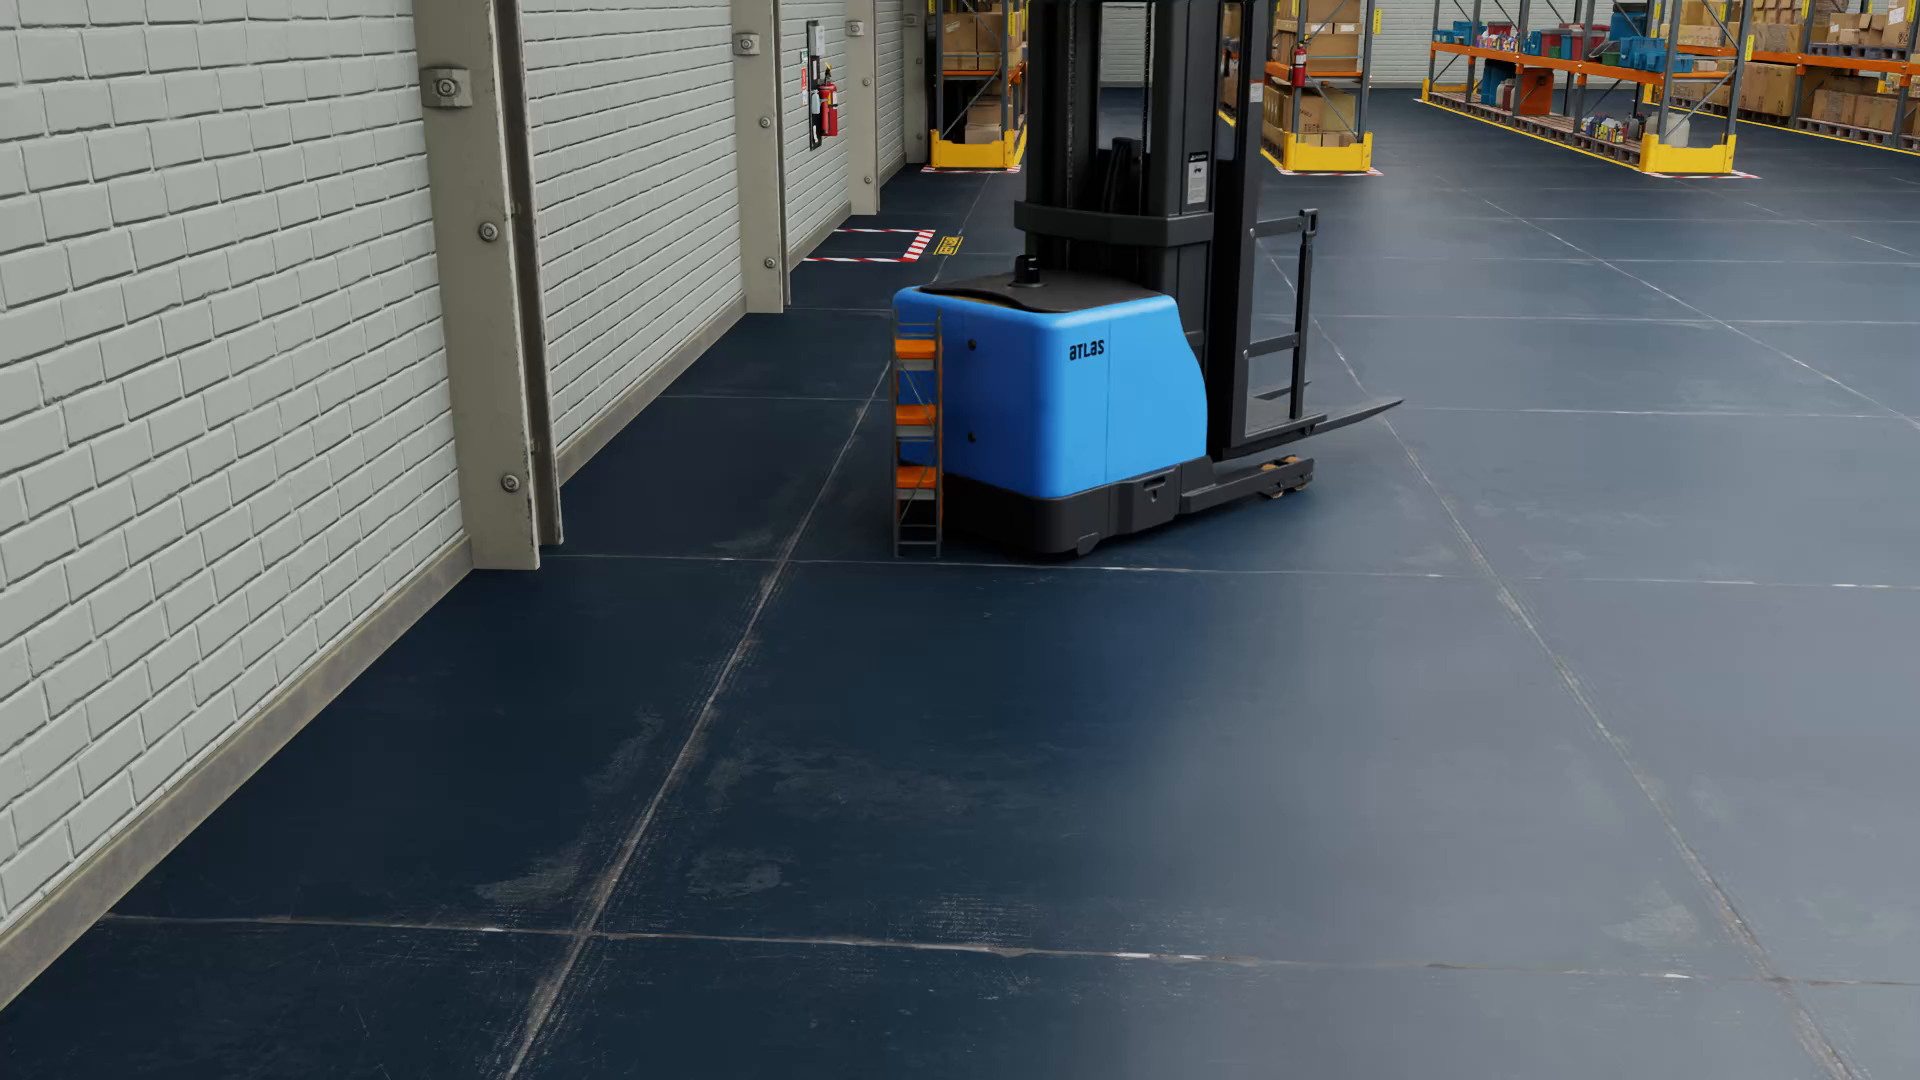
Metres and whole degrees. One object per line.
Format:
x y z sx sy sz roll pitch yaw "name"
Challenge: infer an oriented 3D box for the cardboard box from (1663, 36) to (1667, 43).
15.767 -11.053 36.742 0.380 0.149 0.250 1 18 3 "cardboard box"

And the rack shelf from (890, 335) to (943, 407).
-0.182 -0.716 7.044 0.215 0.259 0.240 0 18 1 "rack shelf"

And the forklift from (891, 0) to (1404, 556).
1.097 -1.696 7.893 3.031 2.935 1.130 -17 24 -41 "forklift"

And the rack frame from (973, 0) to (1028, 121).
0.743 -9.202 30.690 1.000 3.000 0.127 1 18 4 "rack frame"

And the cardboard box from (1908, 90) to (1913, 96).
20.646 -9.665 36.006 0.380 0.149 0.250 2 18 5 "cardboard box"

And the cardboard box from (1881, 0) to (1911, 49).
15.475 -8.357 26.471 1.000 1.000 1.000 1 18 4 "cardboard box"

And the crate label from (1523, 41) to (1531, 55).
10.221 -8.779 29.667 0.303 0.233 0.416 1 18 4 "crate label"

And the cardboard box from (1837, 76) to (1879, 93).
15.519 -7.874 28.741 0.500 0.250 0.500 3 18 10 "cardboard box"

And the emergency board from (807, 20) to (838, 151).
-1.288 -4.324 15.803 0.194 1.169 0.643 1 18 4 "emergency board"

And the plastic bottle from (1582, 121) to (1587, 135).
9.871 -6.497 26.222 0.097 0.201 0.097 0 18 0 "plastic bottle"

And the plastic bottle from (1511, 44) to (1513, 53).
10.271 -9.129 30.785 0.097 0.201 0.097 0 18 0 "plastic bottle"

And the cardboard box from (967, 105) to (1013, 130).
0.452 -6.356 25.310 0.700 0.500 0.500 0 18 0 "cardboard box"

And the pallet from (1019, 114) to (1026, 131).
0.686 -7.634 30.383 1.003 0.211 1.213 1 18 4 "pallet"

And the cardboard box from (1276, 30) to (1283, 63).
5.372 -7.760 26.128 0.700 0.500 0.500 1 18 2 "cardboard box"

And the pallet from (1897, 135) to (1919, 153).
15.265 -6.094 25.681 1.003 0.211 1.213 1 18 4 "pallet"

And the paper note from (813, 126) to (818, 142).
-1.370 -3.852 15.777 0.016 0.148 0.142 1 18 4 "paper note"

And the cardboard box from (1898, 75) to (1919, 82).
20.656 -10.022 36.139 0.380 0.149 0.250 1 18 4 "cardboard box"

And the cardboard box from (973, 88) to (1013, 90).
0.591 -7.841 29.844 0.700 0.500 0.500 1 18 4 "cardboard box"

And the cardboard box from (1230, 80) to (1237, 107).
5.586 -8.734 32.567 0.500 0.500 0.500 1 18 2 "cardboard box"

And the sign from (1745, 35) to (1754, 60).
10.600 -6.614 22.347 0.100 0.325 0.005 1 18 4 "sign"

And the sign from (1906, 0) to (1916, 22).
14.724 -8.190 25.740 0.100 0.325 0.005 1 18 4 "sign"

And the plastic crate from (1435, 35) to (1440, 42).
10.747 -11.202 37.119 0.250 0.136 0.298 1 18 4 "plastic crate"

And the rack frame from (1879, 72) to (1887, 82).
21.078 -11.213 36.826 1.000 3.000 0.127 1 18 4 "rack frame"

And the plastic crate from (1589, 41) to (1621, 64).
10.174 -7.550 25.746 0.767 0.338 0.504 1 18 4 "plastic crate"

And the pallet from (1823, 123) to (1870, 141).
15.417 -6.925 28.218 1.003 0.211 1.213 1 18 4 "pallet"

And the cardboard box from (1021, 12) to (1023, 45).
0.731 -8.101 26.333 0.500 0.500 0.500 1 18 4 "cardboard box"

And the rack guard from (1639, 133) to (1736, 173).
10.010 -5.333 22.897 1.175 0.500 0.348 1 18 4 "rack guard"

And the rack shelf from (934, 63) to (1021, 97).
0.313 -6.997 25.115 1.077 0.370 4.000 1 18 4 "rack shelf"

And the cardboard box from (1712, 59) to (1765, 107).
15.826 -9.104 33.126 1.225 0.875 0.875 1 18 4 "cardboard box"

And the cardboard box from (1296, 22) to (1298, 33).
5.004 -7.326 23.760 0.380 0.149 0.250 2 18 5 "cardboard box"

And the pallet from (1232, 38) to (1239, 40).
5.819 -9.606 32.229 1.003 0.211 1.213 1 18 4 "pallet"

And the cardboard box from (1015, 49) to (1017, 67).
0.587 -7.120 24.544 0.500 0.250 0.500 1 18 3 "cardboard box"

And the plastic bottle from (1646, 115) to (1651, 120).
10.542 -6.323 25.449 0.144 0.351 0.185 1 18 4 "plastic bottle"

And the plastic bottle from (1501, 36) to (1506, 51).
10.310 -9.416 31.529 0.061 0.283 0.133 1 18 4 "plastic bottle"

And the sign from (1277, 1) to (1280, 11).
6.525 -10.874 33.932 0.100 0.325 0.005 1 18 4 "sign"

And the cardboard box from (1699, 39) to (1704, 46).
15.602 -10.335 34.550 0.380 0.149 0.250 2 18 5 "cardboard box"

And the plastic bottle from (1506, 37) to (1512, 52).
10.299 -9.283 31.143 0.097 0.271 0.097 0 18 0 "plastic bottle"

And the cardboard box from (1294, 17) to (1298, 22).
5.229 -7.753 24.024 0.700 0.500 0.500 1 18 4 "cardboard box"

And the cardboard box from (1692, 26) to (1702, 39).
15.693 -10.645 34.857 0.500 0.250 0.500 2 18 5 "cardboard box"

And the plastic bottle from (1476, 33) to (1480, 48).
10.460 -10.064 33.506 0.061 0.283 0.133 1 18 4 "plastic bottle"

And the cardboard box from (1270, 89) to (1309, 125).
4.947 -6.497 24.970 0.500 0.500 0.500 1 18 4 "cardboard box"

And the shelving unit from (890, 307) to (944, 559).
-0.182 -0.456 7.129 0.215 1.050 0.252 0 18 1 "shelving unit"

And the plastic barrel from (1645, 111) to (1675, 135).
10.058 -5.876 23.858 0.421 0.512 0.421 0 18 0 "plastic barrel"

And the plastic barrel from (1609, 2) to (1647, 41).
10.668 -8.090 26.491 0.600 0.901 0.708 1 18 4 "plastic barrel"

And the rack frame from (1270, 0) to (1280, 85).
5.684 -9.093 30.356 1.000 3.000 0.127 1 18 4 "rack frame"

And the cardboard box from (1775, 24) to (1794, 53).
15.395 -9.232 30.619 0.500 0.500 0.500 1 18 3 "cardboard box"

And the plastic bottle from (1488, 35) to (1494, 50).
10.432 -9.742 32.535 0.152 0.276 0.135 1 18 4 "plastic bottle"

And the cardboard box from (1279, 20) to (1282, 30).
5.151 -7.969 25.724 0.380 0.149 0.250 1 18 2 "cardboard box"

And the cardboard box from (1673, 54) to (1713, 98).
16.107 -10.062 36.051 0.875 0.875 0.875 1 18 4 "cardboard box"

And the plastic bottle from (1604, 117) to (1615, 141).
9.809 -6.199 25.072 0.144 0.351 0.185 2 18 6 "plastic bottle"

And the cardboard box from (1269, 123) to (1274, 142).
4.950 -6.140 25.087 0.500 0.250 0.500 1 18 4 "cardboard box"

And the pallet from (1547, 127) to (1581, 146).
10.356 -6.658 27.405 1.003 0.211 1.213 1 18 4 "pallet"
